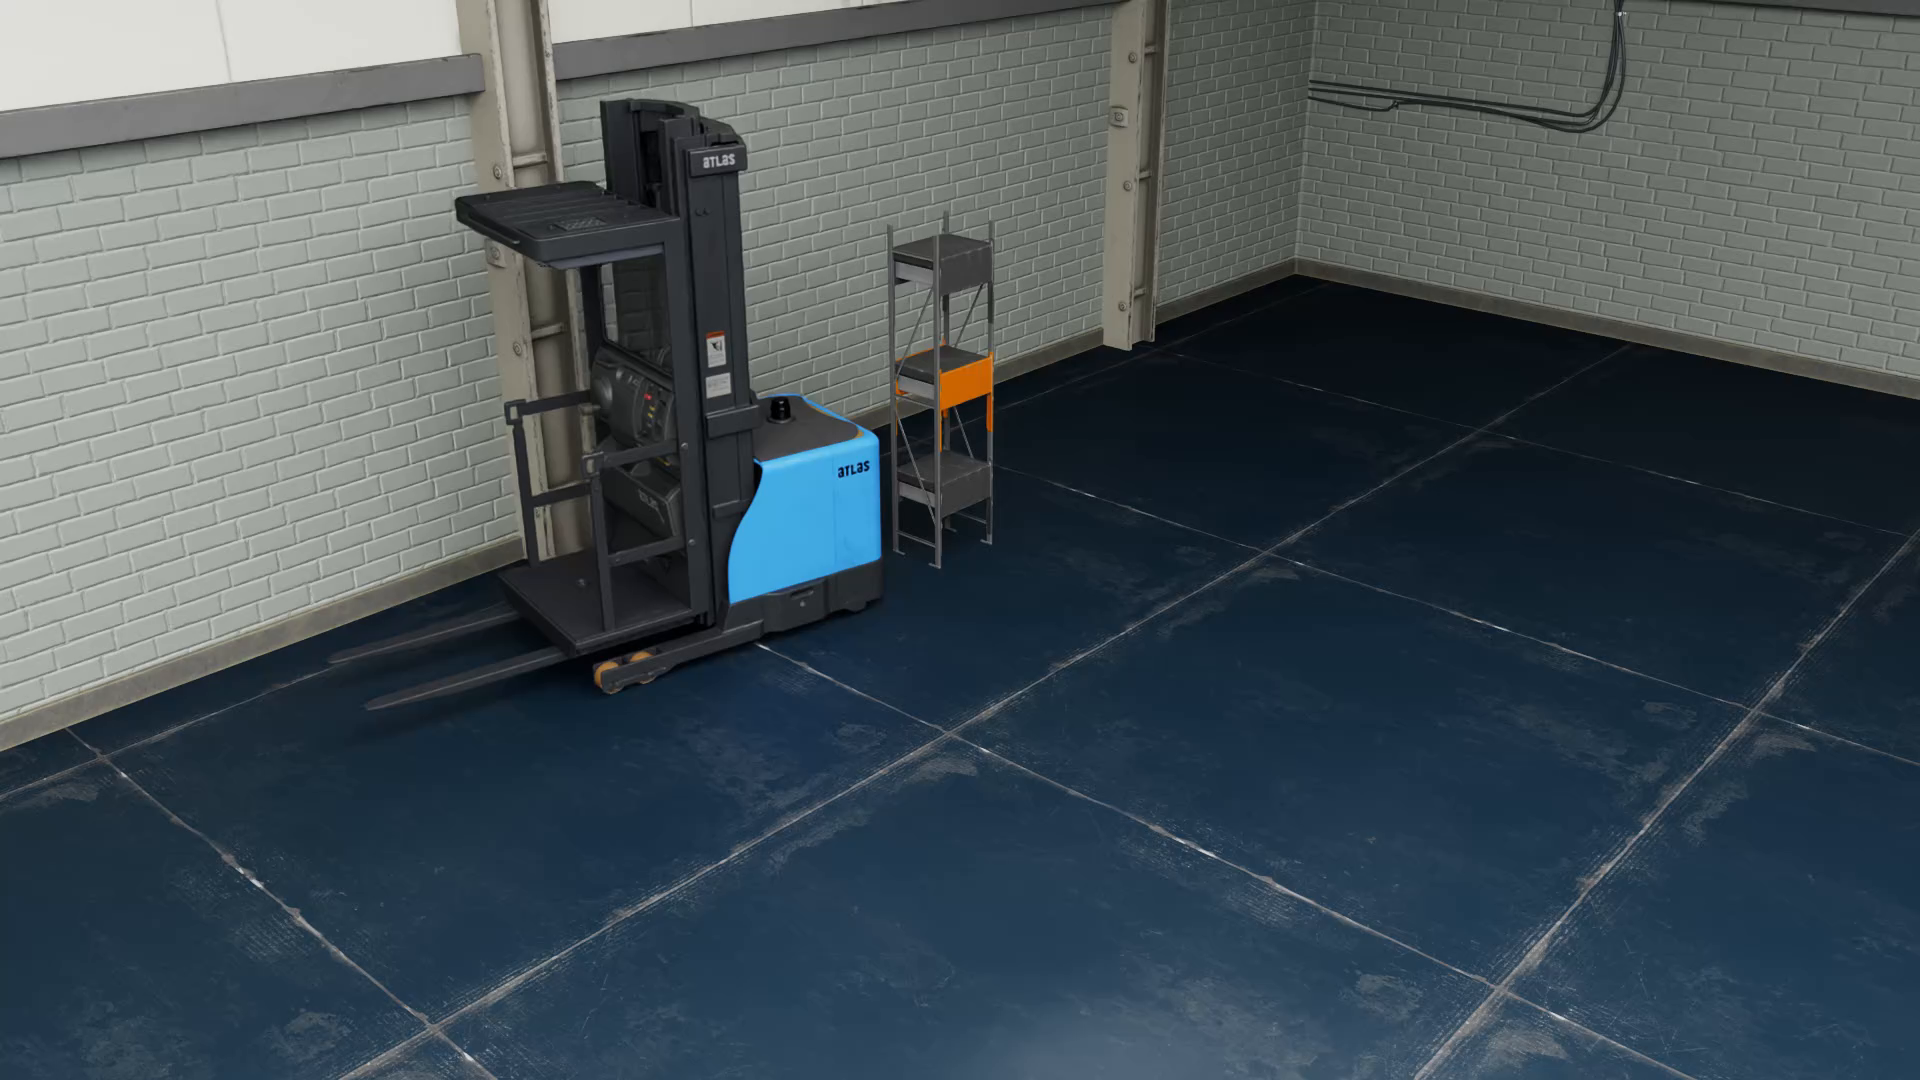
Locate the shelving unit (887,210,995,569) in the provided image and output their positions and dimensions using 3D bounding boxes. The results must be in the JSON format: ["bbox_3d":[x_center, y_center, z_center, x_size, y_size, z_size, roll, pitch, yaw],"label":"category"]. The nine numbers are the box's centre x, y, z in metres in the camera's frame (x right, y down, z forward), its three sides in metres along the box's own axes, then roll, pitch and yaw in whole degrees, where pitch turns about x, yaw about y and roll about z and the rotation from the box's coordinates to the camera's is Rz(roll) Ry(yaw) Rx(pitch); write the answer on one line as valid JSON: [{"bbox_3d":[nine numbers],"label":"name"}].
[{"bbox_3d":[-0.110,-0.908,10.208,0.431,2.100,0.503,20,31,38],"label":"shelving unit"}]

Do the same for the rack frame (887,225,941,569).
[{"bbox_3d":[-0.273,-0.833,10.042,0.400,2.100,0.015,20,31,38],"label":"rack frame"}]

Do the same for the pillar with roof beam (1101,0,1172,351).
[{"bbox_3d":[4.680,-4.672,10.171,9.100,9.000,0.400,20,31,38],"label":"pillar with roof beam"}]

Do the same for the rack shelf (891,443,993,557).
[{"bbox_3d":[-0.110,-0.256,10.500,0.431,0.518,0.480,20,31,38],"label":"rack shelf"}]

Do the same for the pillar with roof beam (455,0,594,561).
[{"bbox_3d":[0.676,-2.844,6.094,9.100,9.000,0.400,20,31,38],"label":"pillar with roof beam"}]

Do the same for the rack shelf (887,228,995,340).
[{"bbox_3d":[-0.110,-1.534,9.927,0.431,0.518,0.480,20,31,38],"label":"rack shelf"}]

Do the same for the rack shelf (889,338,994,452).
[{"bbox_3d":[-0.110,-0.895,10.214,0.431,0.518,0.480,20,31,38],"label":"rack shelf"}]

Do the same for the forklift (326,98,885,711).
[{"bbox_3d":[-1.937,-0.760,8.862,3.031,2.935,1.130,-17,29,-33],"label":"forklift"}]

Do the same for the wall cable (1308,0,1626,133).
[{"bbox_3d":[4.425,-4.967,14.625,3.097,2.526,0.112,20,31,38],"label":"wall cable"}]

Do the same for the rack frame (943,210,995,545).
[{"bbox_3d":[0.052,-0.982,10.374,0.400,2.100,0.015,20,31,38],"label":"rack frame"}]
